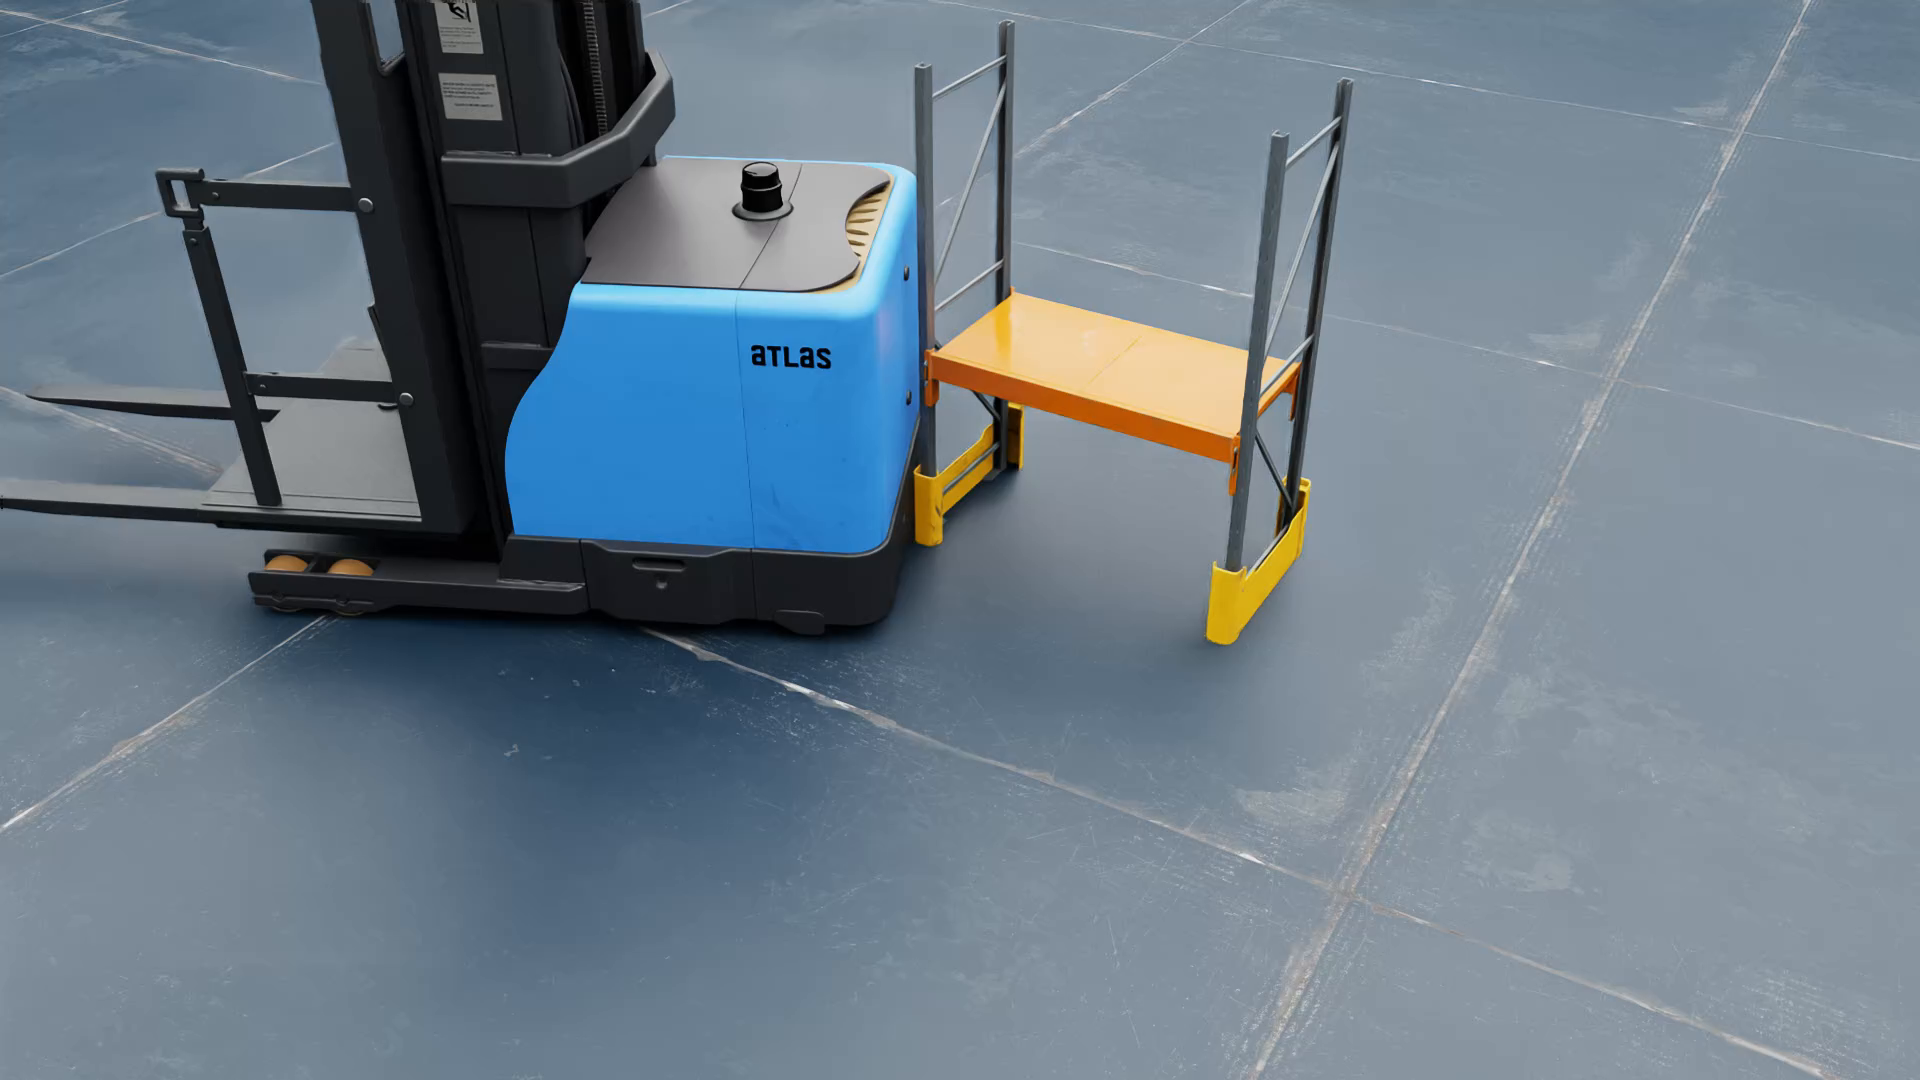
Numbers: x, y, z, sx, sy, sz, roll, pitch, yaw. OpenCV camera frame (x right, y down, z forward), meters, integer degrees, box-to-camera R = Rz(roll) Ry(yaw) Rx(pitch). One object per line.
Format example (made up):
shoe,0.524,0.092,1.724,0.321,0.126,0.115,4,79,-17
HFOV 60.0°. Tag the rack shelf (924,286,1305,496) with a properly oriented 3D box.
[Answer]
rack shelf,0.455,-0.462,4.915,1.000,0.185,0.538,18,38,25

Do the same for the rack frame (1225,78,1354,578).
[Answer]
rack frame,0.892,-0.467,4.599,0.032,1.500,0.500,18,38,25

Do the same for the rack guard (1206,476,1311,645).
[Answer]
rack guard,0.891,0.052,4.946,0.087,0.250,0.587,18,38,25

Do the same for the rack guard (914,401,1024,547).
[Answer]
rack guard,0.035,-0.230,5.370,0.087,0.250,0.587,18,38,25

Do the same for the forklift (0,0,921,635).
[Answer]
forklift,-1.660,-1.283,4.533,3.031,2.935,1.130,3,34,5

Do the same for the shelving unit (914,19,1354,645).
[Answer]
shelving unit,0.463,-0.609,4.811,1.083,1.500,0.587,18,38,25

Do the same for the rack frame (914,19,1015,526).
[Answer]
rack frame,0.018,-0.756,5.032,0.032,1.500,0.500,18,38,25
